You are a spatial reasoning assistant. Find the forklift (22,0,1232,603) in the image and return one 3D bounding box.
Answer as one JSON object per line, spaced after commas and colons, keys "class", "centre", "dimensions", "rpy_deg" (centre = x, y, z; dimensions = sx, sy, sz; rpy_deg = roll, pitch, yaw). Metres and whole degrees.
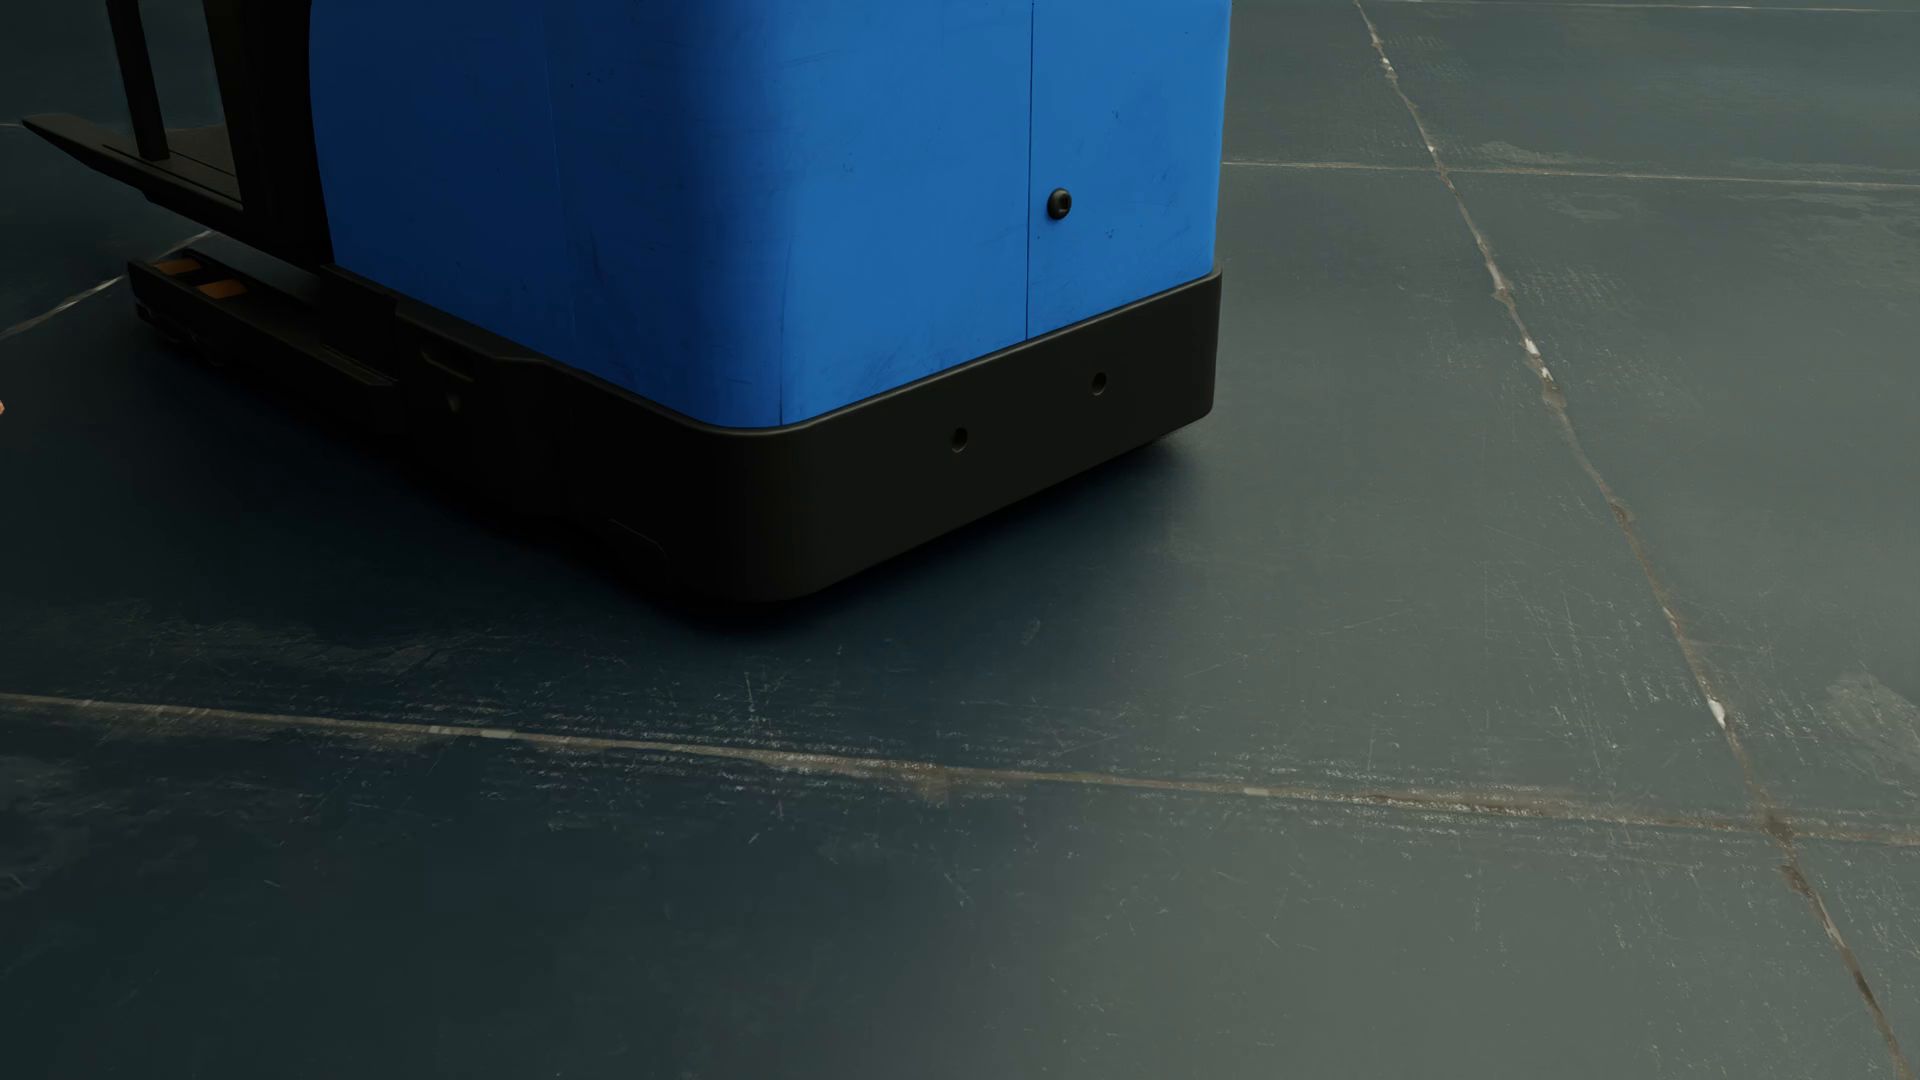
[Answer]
{"class": "forklift", "centre": [-0.981, -1.784, 2.792], "dimensions": [3.031, 2.935, 1.130], "rpy_deg": [24, 35, 39]}
